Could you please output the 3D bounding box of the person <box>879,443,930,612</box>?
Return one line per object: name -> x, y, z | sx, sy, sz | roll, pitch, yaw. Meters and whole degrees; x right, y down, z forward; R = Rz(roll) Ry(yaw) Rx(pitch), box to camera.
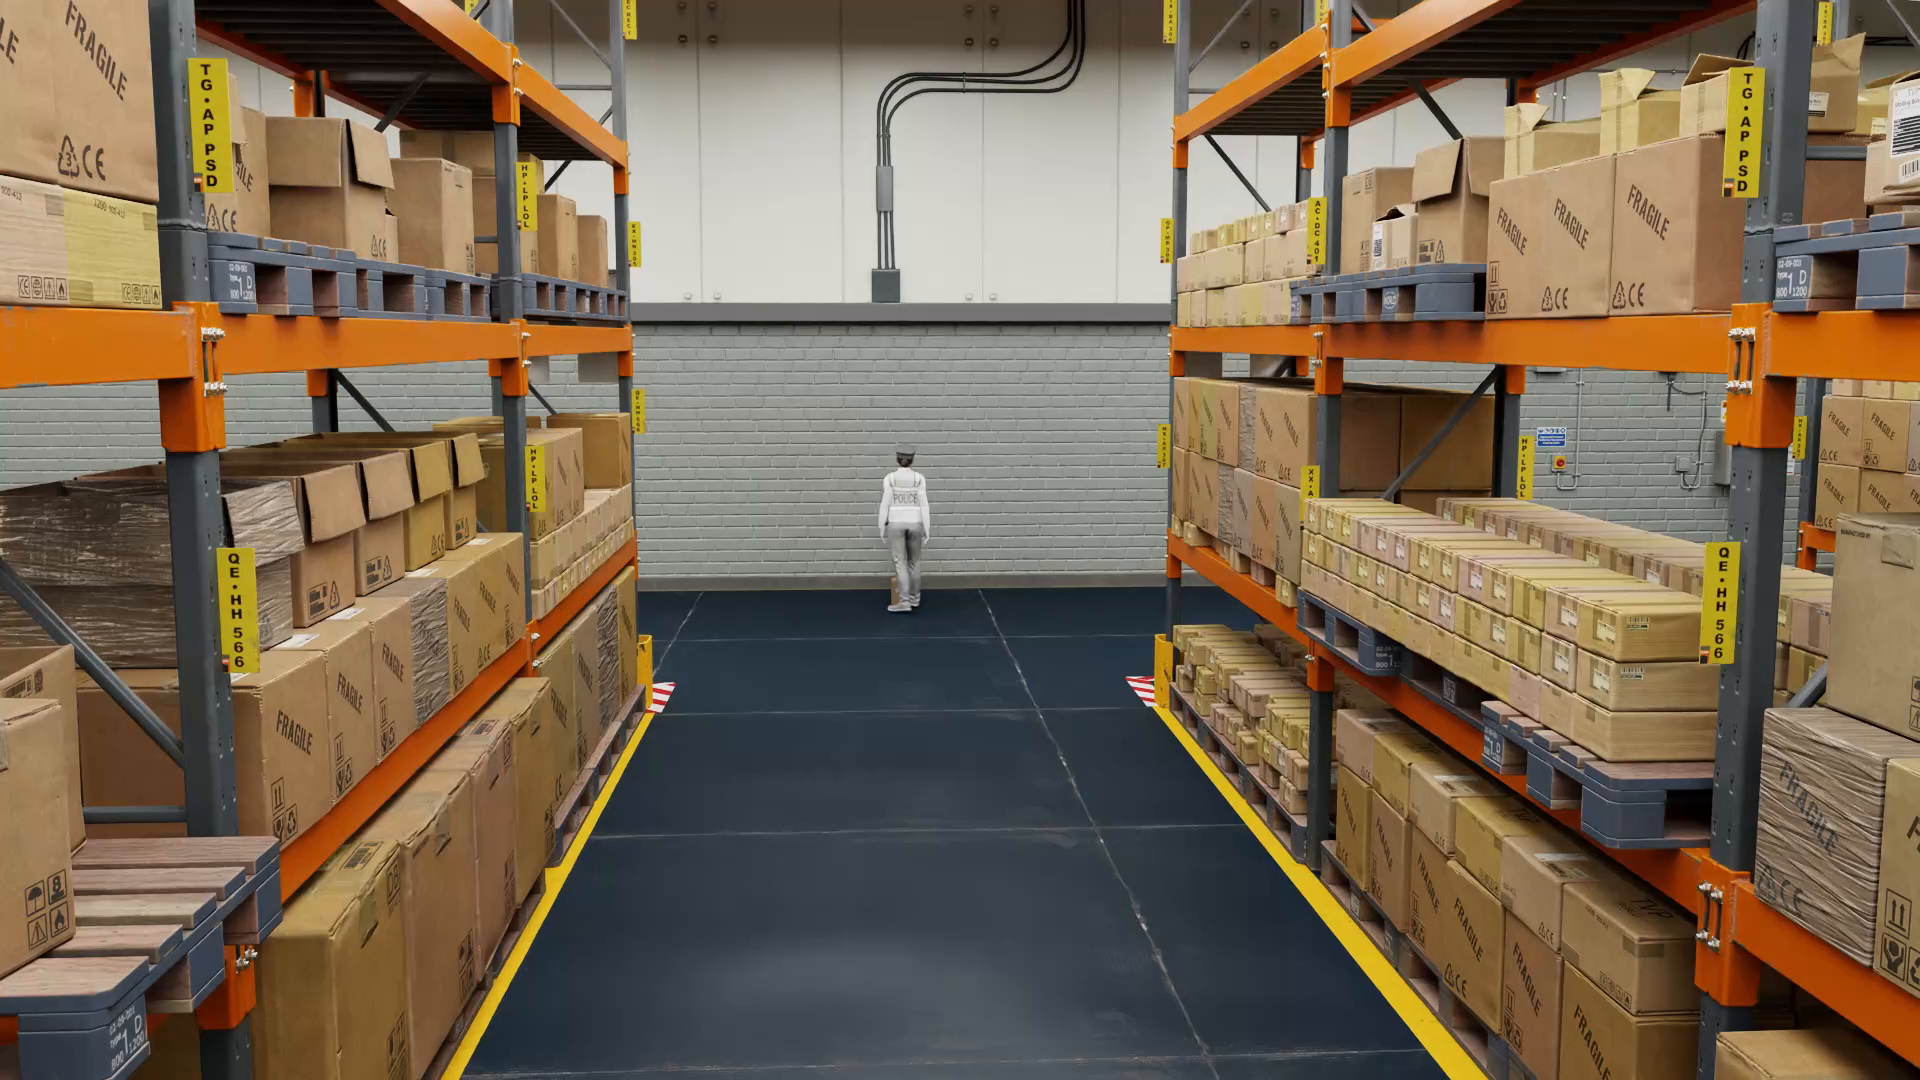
person -> -0.575, -0.133, 16.706 | 0.509, 1.672, 0.630 | -2, 7, -14
